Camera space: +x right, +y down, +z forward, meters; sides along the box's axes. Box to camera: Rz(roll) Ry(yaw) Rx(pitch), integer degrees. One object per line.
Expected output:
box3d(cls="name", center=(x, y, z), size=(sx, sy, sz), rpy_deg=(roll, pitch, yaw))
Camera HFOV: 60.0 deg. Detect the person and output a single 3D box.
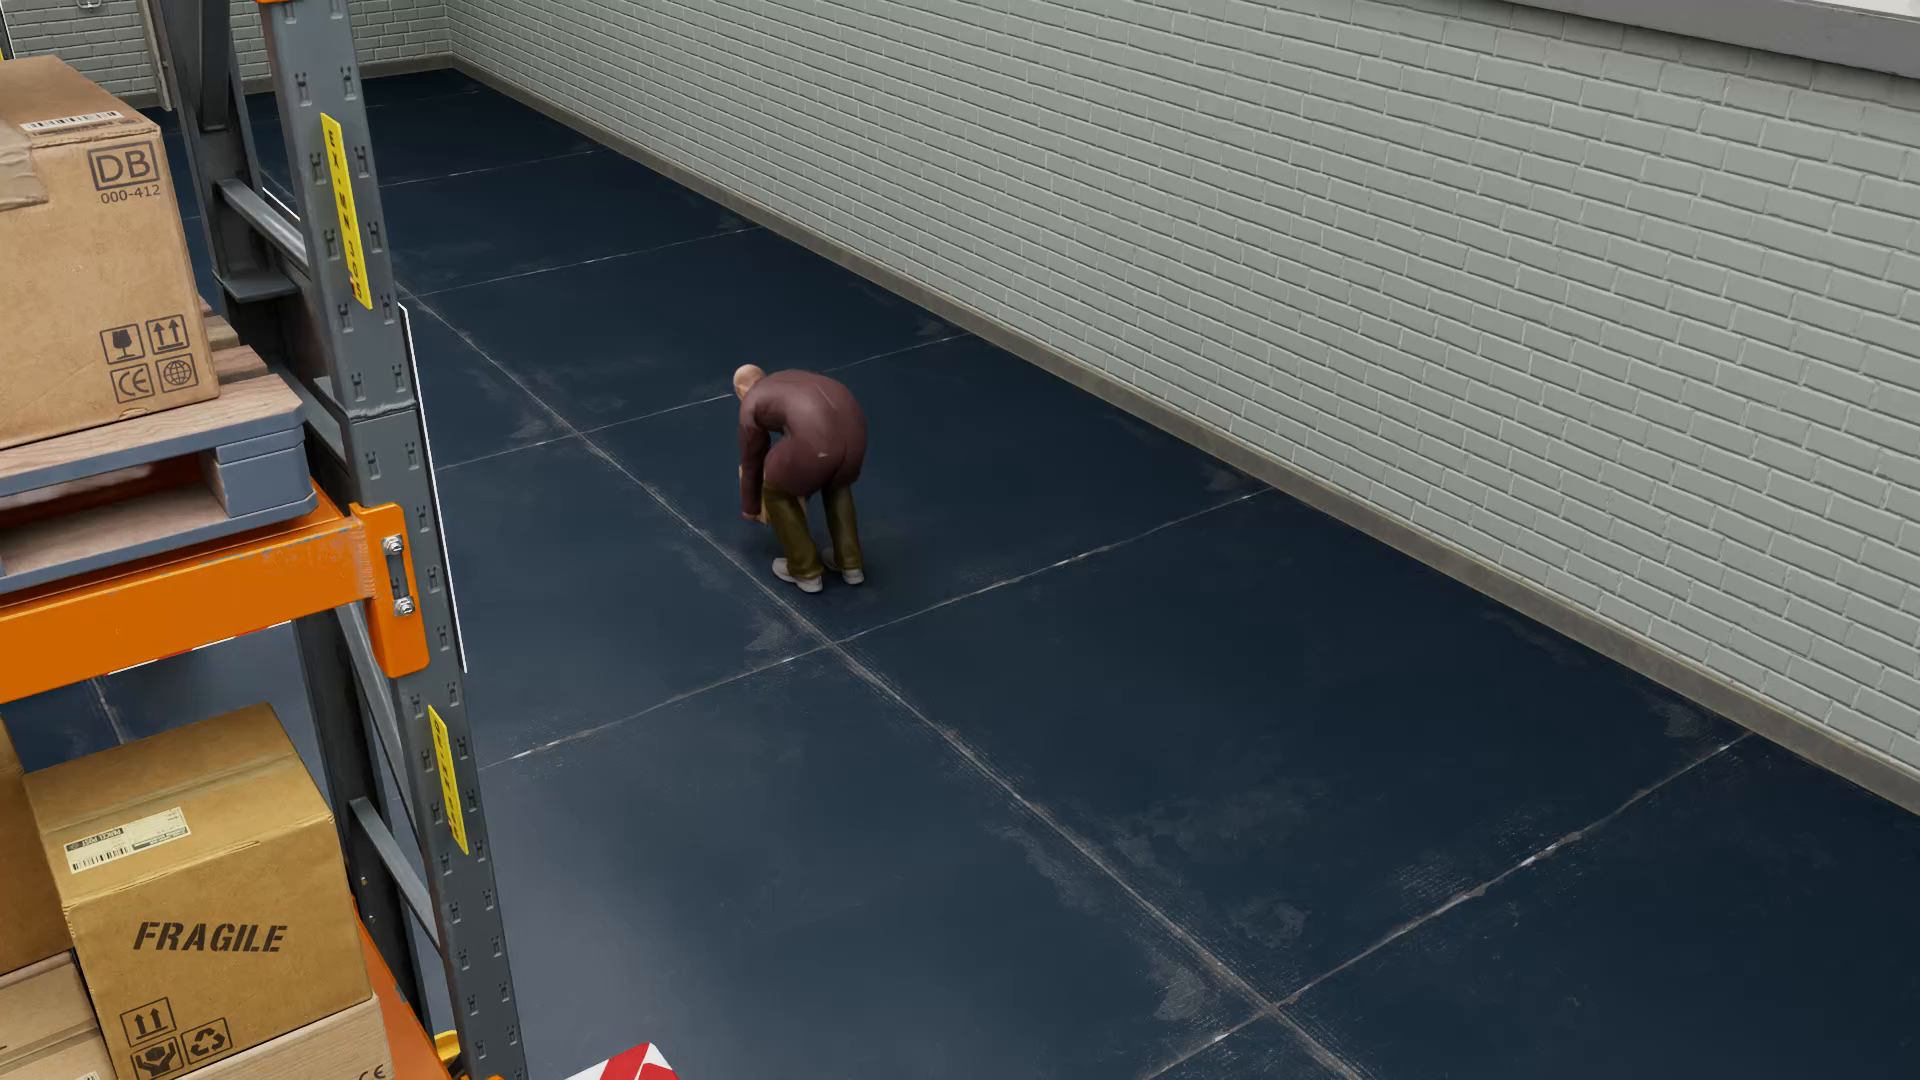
box3d(cls="person", center=(-0.716, -0.567, 8.194), size=(0.594, 1.776, 0.424), rpy_deg=(-20, 34, -32))
